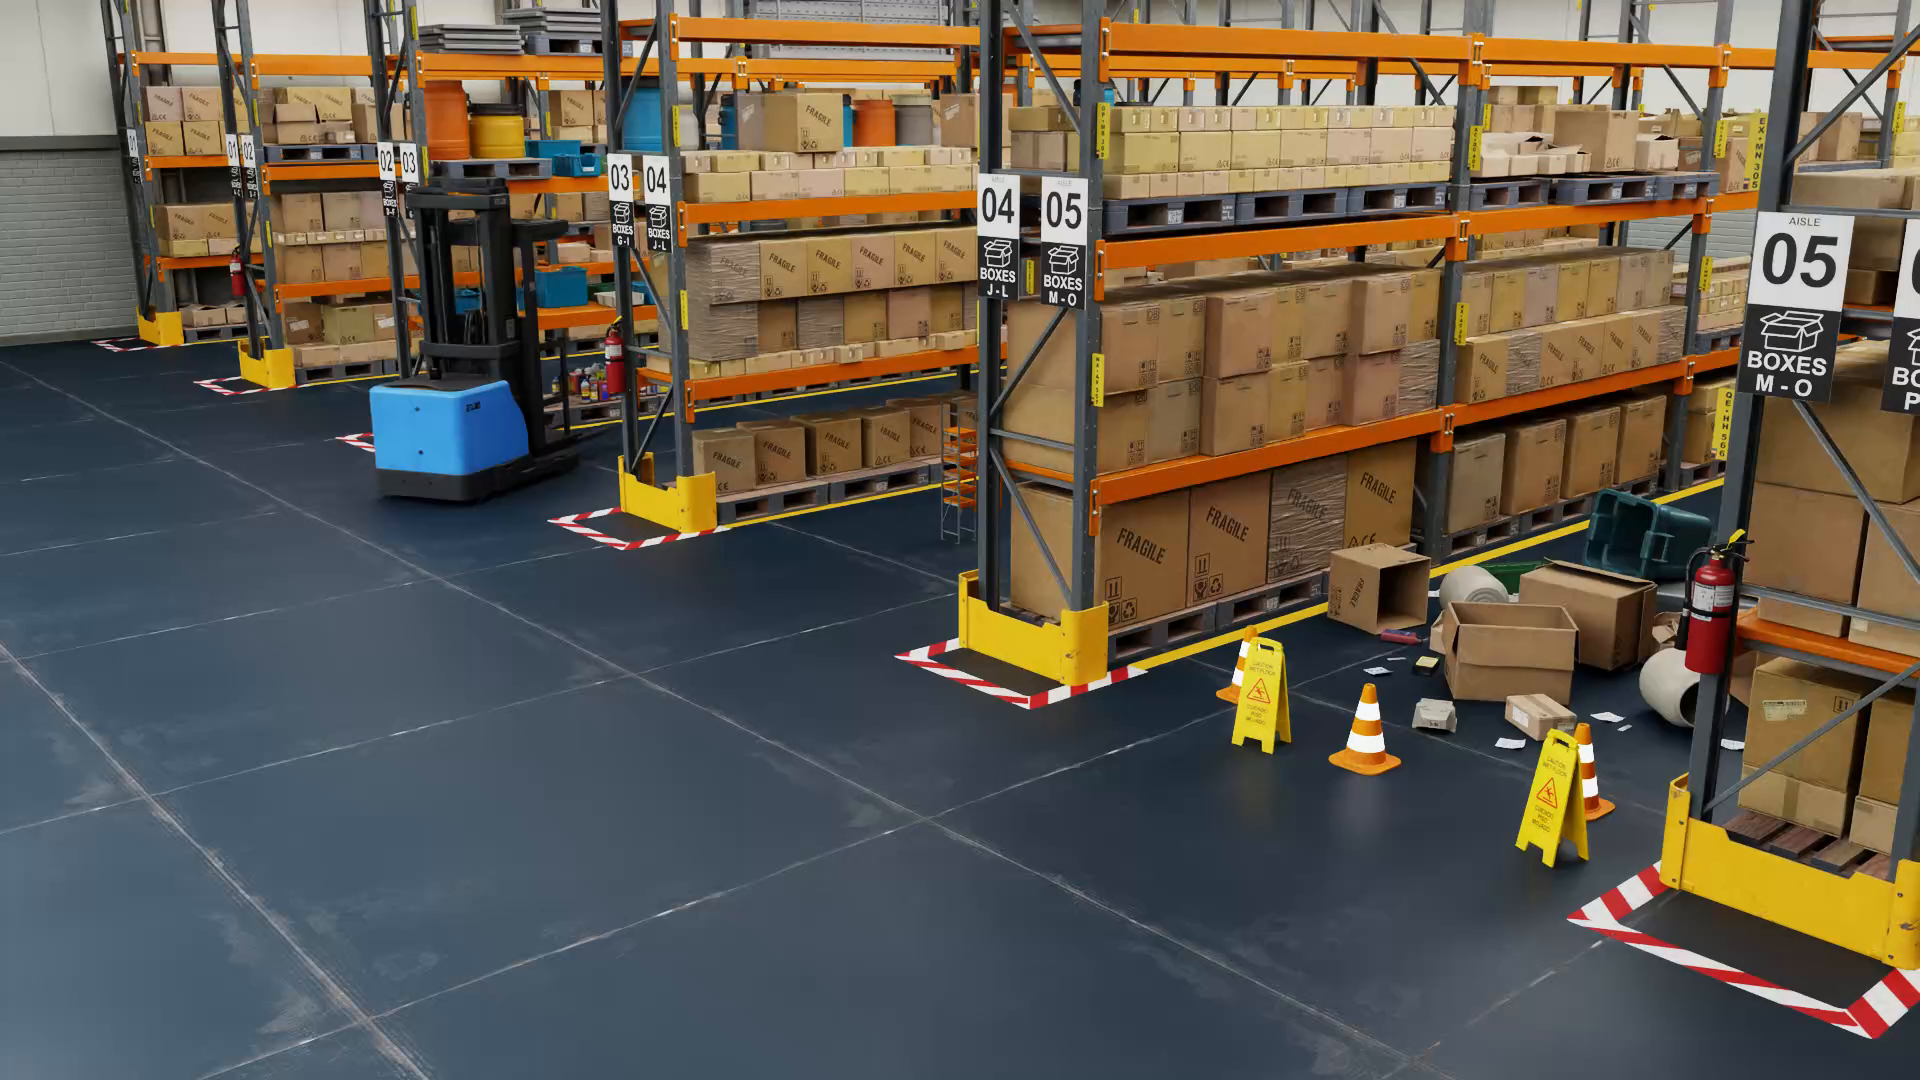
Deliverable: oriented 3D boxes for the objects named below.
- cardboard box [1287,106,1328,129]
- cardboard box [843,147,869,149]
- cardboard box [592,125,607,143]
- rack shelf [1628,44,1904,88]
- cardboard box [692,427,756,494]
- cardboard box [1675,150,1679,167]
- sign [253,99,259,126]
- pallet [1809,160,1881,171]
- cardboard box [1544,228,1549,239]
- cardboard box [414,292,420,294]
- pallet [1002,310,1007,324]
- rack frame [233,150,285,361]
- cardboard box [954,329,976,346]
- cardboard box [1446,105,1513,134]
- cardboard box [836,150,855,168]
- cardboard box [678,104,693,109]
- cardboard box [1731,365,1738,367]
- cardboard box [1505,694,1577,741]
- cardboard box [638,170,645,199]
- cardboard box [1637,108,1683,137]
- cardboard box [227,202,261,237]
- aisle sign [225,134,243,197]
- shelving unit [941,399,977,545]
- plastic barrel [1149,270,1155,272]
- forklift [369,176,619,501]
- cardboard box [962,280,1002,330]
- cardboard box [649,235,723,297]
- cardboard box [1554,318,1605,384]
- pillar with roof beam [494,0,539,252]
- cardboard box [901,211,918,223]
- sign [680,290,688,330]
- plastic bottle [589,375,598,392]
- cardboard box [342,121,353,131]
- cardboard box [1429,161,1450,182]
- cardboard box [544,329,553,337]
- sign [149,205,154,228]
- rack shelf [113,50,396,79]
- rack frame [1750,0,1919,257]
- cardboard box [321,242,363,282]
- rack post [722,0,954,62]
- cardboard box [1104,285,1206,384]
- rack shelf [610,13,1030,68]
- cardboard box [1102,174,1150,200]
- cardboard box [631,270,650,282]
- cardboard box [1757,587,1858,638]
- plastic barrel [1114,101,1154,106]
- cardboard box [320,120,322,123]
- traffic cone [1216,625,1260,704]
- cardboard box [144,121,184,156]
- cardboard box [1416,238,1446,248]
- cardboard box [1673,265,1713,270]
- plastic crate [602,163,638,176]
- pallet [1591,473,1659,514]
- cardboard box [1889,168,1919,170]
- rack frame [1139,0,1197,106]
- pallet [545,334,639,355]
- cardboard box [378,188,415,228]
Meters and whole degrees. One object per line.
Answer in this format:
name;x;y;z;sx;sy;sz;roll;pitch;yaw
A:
cardboard box;2.301;-2.906;11.439;0.250;0.149;0.380;-12;19;-39
cardboard box;-1.073;-3.652;15.816;0.250;0.149;0.380;-13;20;-40
cardboard box;-5.283;-6.011;24.605;0.500;0.250;0.500;14;20;42
rack shelf;8.039;-4.697;16.567;4.000;0.370;1.077;-13;19;-39
cardboard box;-2.202;-0.726;15.186;0.500;0.500;0.500;-9;17;-29
cardboard box;6.223;-3.444;14.964;0.250;0.166;0.380;-13;19;-39
sign;-8.824;-5.358;20.838;0.005;0.325;0.100;-13;19;-39
pallet;9.013;-3.953;17.789;1.003;0.211;1.213;-13;19;-39
cardboard box;8.083;-4.570;23.808;0.500;0.500;0.500;-13;20;-41
cardboard box;-7.476;-3.285;23.797;0.500;0.500;0.500;-13;19;-39
pallet;1.006;-2.315;17.474;1.213;0.211;1.003;-13;19;-39
rack frame;-9.184;-3.558;21.756;0.127;3.000;1.000;-13;19;-39
cardboard box;-0.059;-2.020;16.486;0.250;0.149;0.380;-13;19;-39
cardboard box;6.919;-5.554;22.218;0.500;0.500;0.700;-14;21;-43
cardboard box;-1.163;-3.464;15.113;0.250;0.149;0.380;-13;20;-40
cardboard box;-5.284;-7.871;31.046;0.500;0.500;0.700;-11;19;-37
cardboard box;8.366;-1.684;17.319;0.500;0.250;0.500;-14;20;-42
cardboard box;3.484;1.063;9.982;0.250;0.149;0.380;-3;15;-11
cardboard box;-2.487;-3.136;14.657;0.500;0.250;0.500;-12;19;-38
cardboard box;6.665;-3.987;15.876;0.258;0.266;0.396;-13;19;-39
cardboard box;-11.108;-5.011;25.997;0.500;0.500;0.500;-13;20;-41
aisle sign;-9.426;-4.860;21.593;0.004;0.787;0.394;-13;19;-39
shelving unit;-0.011;-0.577;14.086;0.189;1.200;0.258;-13;19;-39
plastic barrel;2.696;-3.726;25.638;0.708;0.901;0.600;-13;19;-39
forklift;-4.528;-2.112;16.478;1.130;2.935;3.031;5;16;19
cardboard box;-0.047;-2.434;16.779;0.500;0.500;0.875;-13;19;-39
cardboard box;-2.431;-2.445;14.883;0.500;0.500;0.500;-13;19;-39
cardboard box;5.229;-1.664;14.474;0.500;0.500;0.500;-12;19;-39
pillar with roof beam;-5.126;-7.885;26.332;0.400;9.000;9.100;-13;19;-39
cardboard box;-1.113;-5.676;28.680;0.500;0.500;0.700;-9;17;-31
sign;-2.328;-1.941;14.027;0.005;0.325;0.100;-13;19;-39
plastic bottle;-4.429;-1.890;20.081;0.097;0.201;0.097;0;15;0
cardboard box;-8.069;-5.575;22.584;0.500;0.311;0.500;-10;18;-33
cardboard box;3.448;-2.778;12.506;0.250;0.149;0.380;-13;20;-40
cardboard box;-6.044;-3.236;25.068;0.500;0.250;0.500;-13;20;-40
sign;-12.082;-4.834;24.857;0.005;0.325;0.100;-13;19;-39
rack shelf;-10.930;-7.409;25.952;4.000;0.370;1.077;-13;19;-39
rack frame;3.821;-2.598;6.537;0.127;3.000;1.000;-13;19;-39
cardboard box;-8.430;-3.772;22.367;0.500;0.500;0.700;-12;19;-38
rack post;-1.489;-6.616;21.192;3.121;1.000;1.013;-13;19;-39
cardboard box;1.155;-1.406;11.319;0.550;0.550;0.875;-13;19;-39
rack shelf;-1.175;-4.517;15.122;4.000;0.370;1.077;-13;19;-39
cardboard box;0.965;-2.220;10.417;0.250;0.149;0.380;-12;19;-39
cardboard box;-5.763;-5.140;31.032;0.750;0.750;0.750;-13;20;-40
cardboard box;3.963;0.317;7.737;0.250;0.149;0.380;-12;19;-38
plastic barrel;2.562;-6.174;24.562;0.600;0.588;0.600;0;15;0
cardboard box;-10.423;-6.388;26.308;0.500;0.500;0.500;-14;20;-41
traffic cone;1.828;0.766;10.484;0.334;0.463;0.336;-13;19;-39
cardboard box;-12.022;-6.037;24.992;0.500;0.500;0.500;-12;19;-38
cardboard box;5.892;-4.084;21.591;0.637;0.503;0.797;-13;20;-41
cardboard box;7.576;-2.761;17.294;0.250;0.149;0.380;-11;19;-37
plastic crate;-3.863;-4.242;19.015;0.396;0.136;0.243;-13;19;-39
pallet;5.887;-0.535;15.843;1.213;0.211;1.003;-13;19;-39
cardboard box;4.508;-1.643;7.718;0.250;0.149;0.380;-12;19;-39
rack frame;3.117;-7.524;24.980;0.127;3.000;1.000;-13;19;-39
pallet;-5.636;-3.021;25.149;1.213;0.211;1.003;-13;19;-39
cardboard box;-7.633;-4.579;22.872;0.500;0.500;0.700;-13;19;-39
